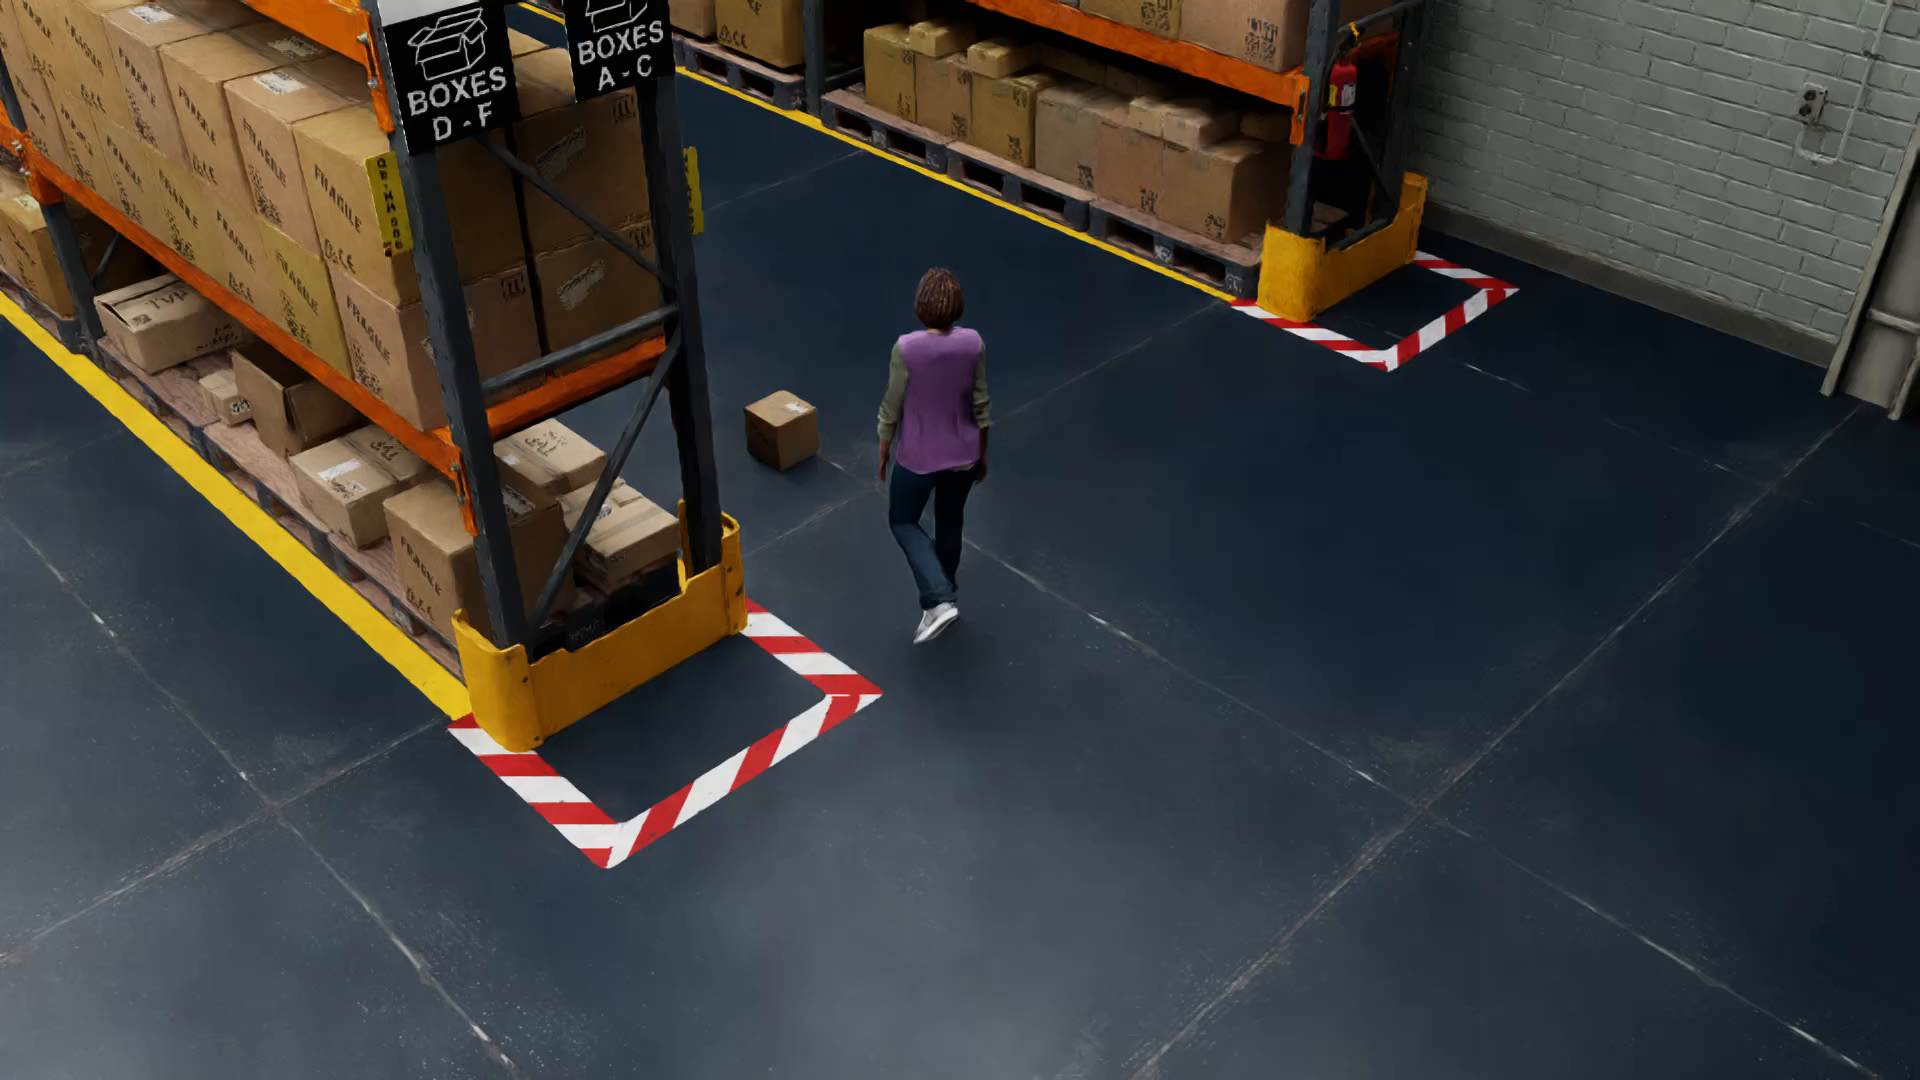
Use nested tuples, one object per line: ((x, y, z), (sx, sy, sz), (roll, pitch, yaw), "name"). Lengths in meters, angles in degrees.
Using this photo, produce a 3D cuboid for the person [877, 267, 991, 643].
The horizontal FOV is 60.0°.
((-0.079, -0.290, 6.526), (0.448, 1.578, 0.624), (-10, 37, -14), "person")
